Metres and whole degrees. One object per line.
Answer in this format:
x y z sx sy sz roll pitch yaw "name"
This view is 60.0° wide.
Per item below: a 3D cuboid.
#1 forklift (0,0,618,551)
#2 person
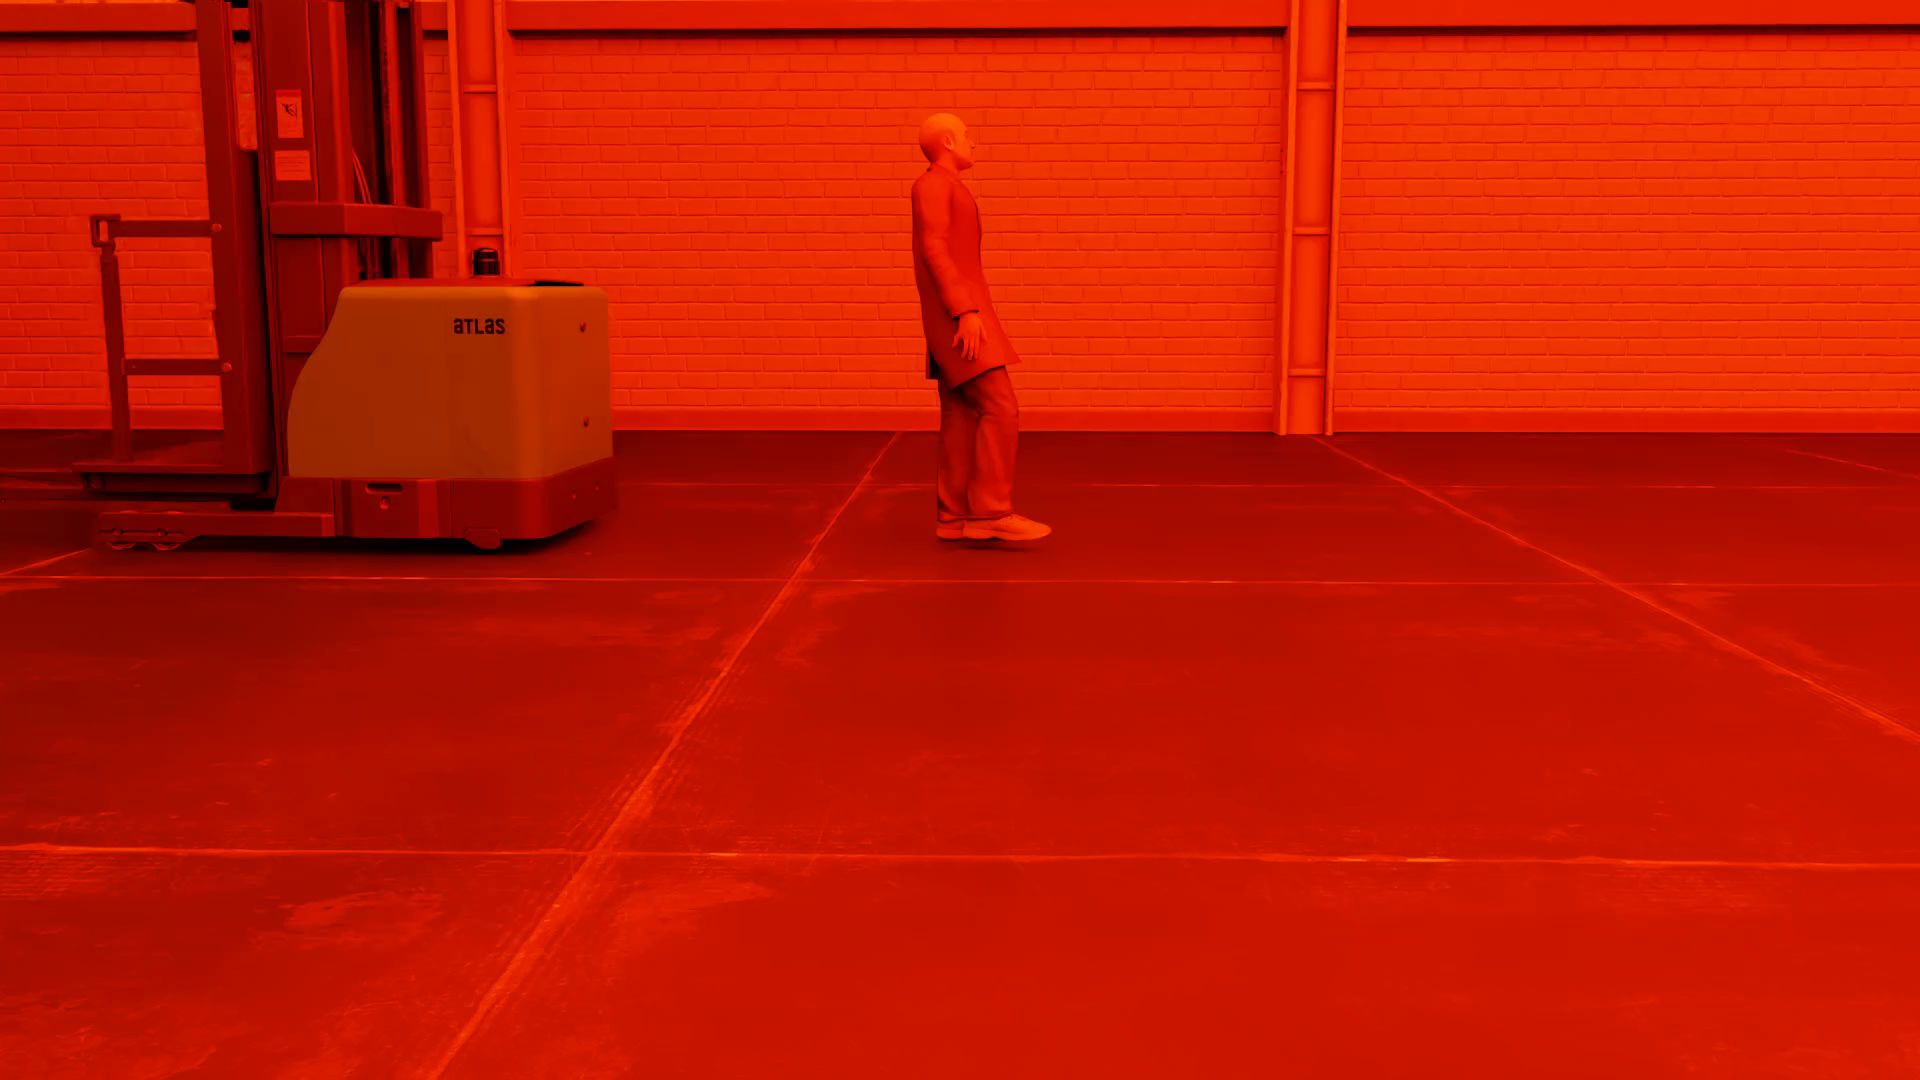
-3.115 -1.482 7.121 3.031 2.935 1.130 1 9 6 "forklift"
0.092 -0.884 6.986 0.580 1.777 0.696 0 9 1 "person"
